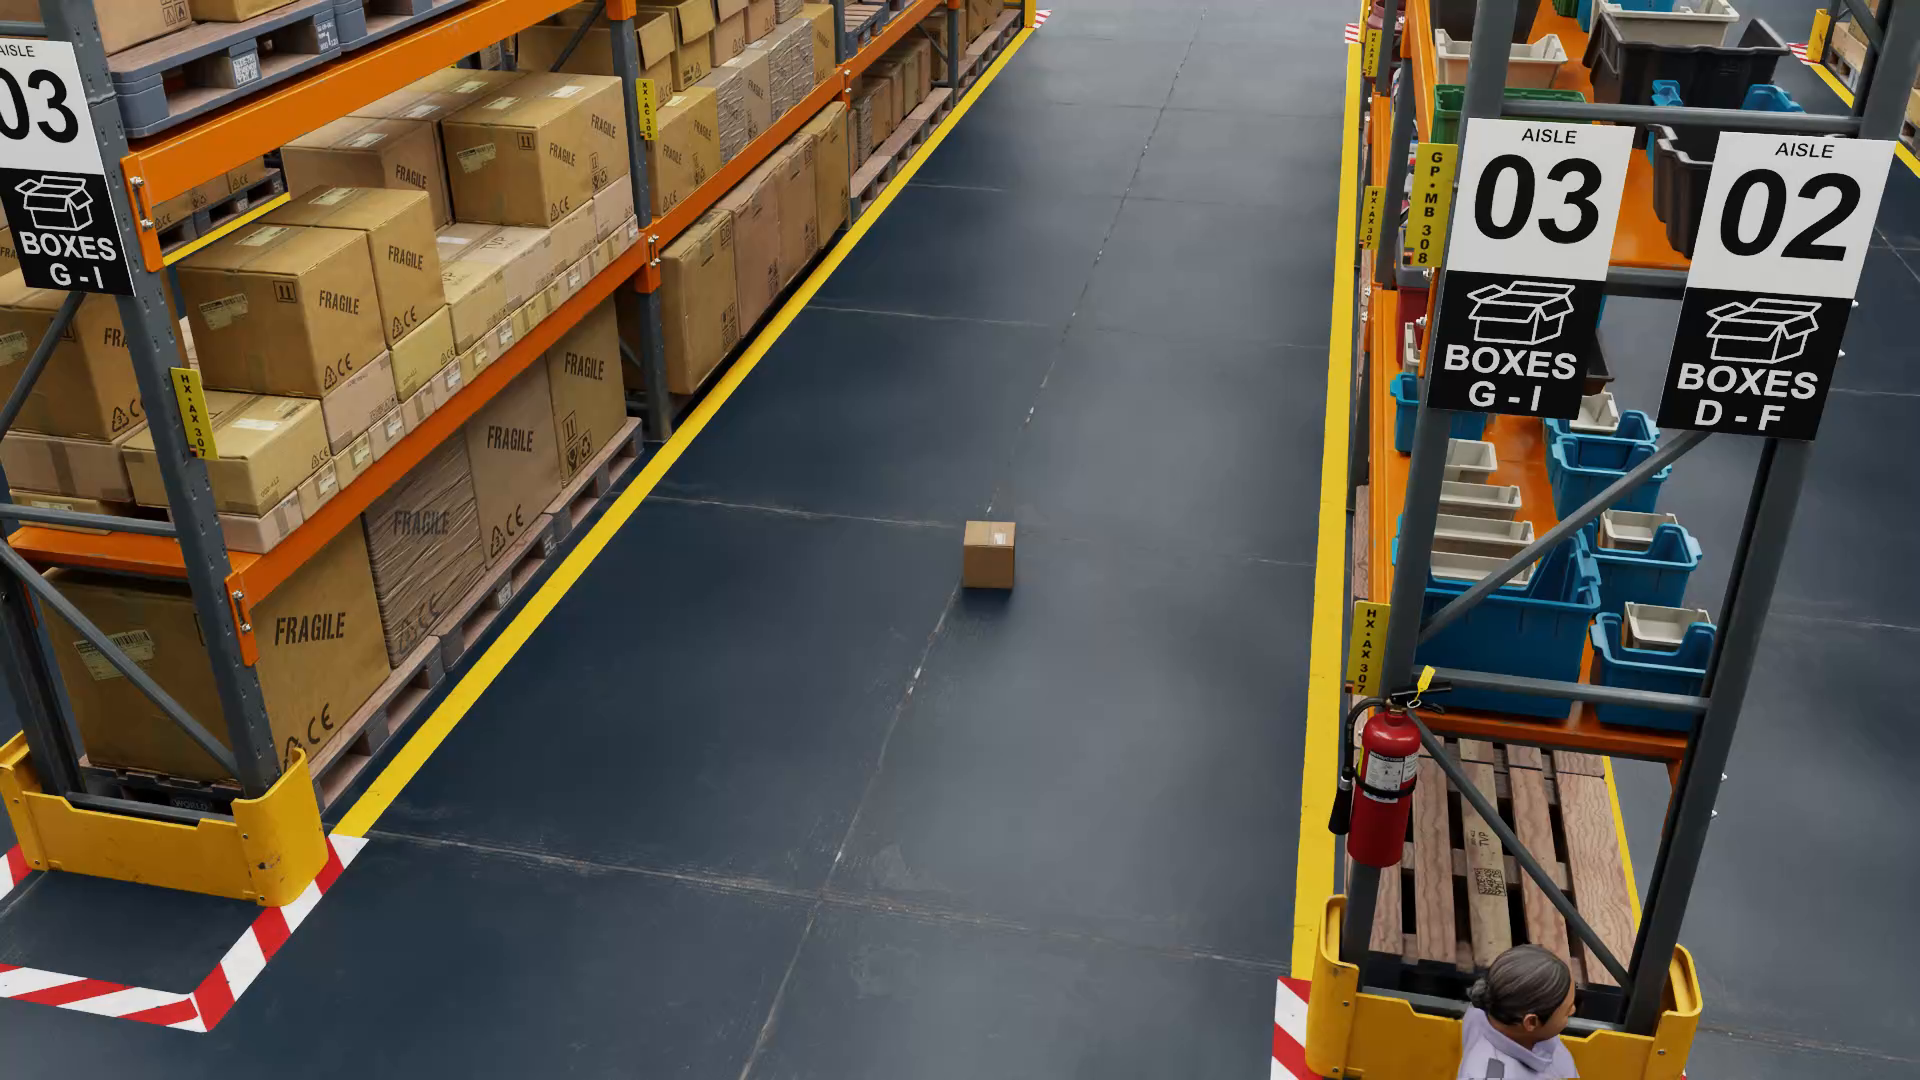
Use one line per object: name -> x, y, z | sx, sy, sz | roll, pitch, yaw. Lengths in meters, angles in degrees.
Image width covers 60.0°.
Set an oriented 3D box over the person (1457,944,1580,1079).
person -> 1.312, 1.657, 4.155 | 0.887, 1.602, 0.526 | 5, 29, 9
